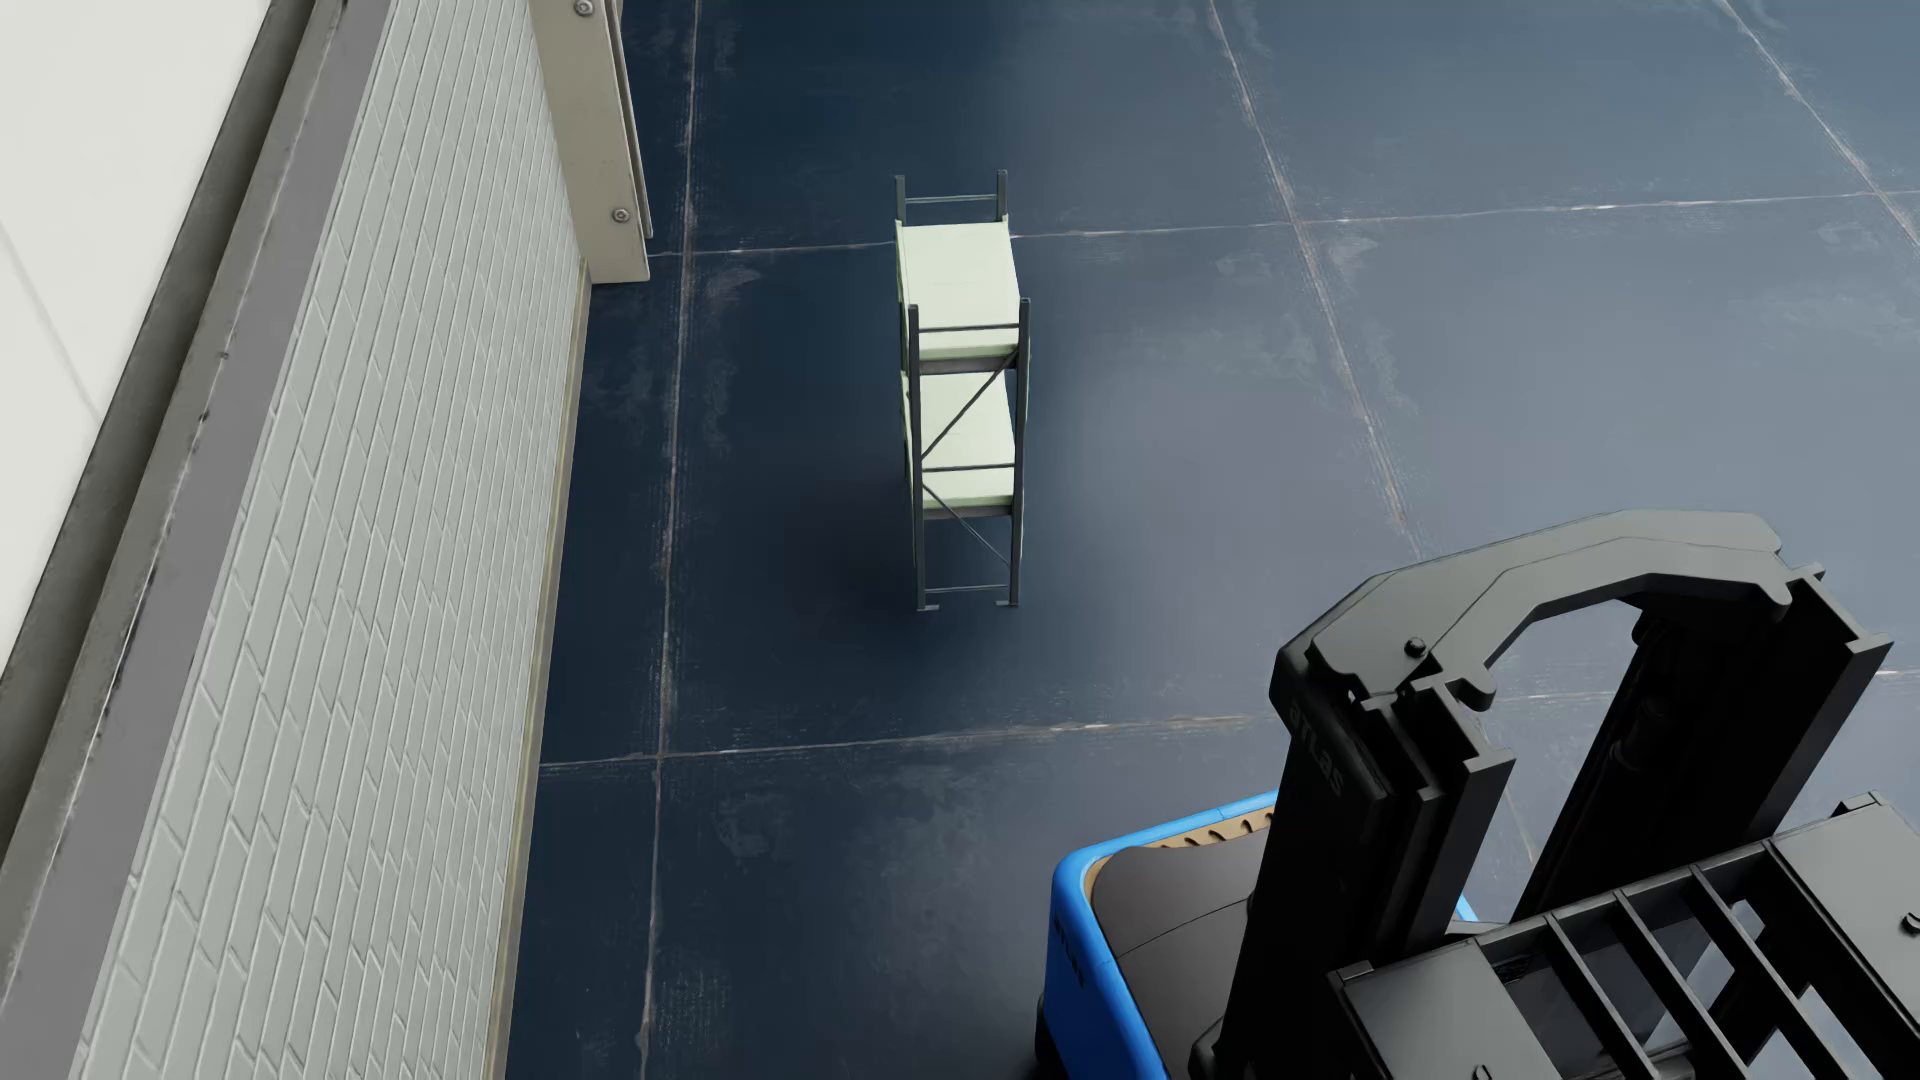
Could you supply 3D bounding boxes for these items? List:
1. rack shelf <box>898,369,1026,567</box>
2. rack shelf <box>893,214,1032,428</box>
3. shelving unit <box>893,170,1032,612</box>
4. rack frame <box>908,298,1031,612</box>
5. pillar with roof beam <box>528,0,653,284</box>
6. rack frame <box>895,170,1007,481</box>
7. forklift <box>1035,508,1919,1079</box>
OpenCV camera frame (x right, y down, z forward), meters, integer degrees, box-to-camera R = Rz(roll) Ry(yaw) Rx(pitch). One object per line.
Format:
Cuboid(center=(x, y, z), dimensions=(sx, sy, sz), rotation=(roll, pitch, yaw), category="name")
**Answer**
Cuboid(center=(-0.001, -0.296, 6.447), dimensions=(0.431, 0.370, 0.720), rotation=(-3, 47, -3), category="rack shelf")
Cuboid(center=(-0.001, -0.789, 5.927), dimensions=(0.431, 0.370, 0.720), rotation=(-3, 47, -3), category="rack shelf")
Cuboid(center=(-0.001, -0.521, 6.210), dimensions=(0.431, 1.500, 0.755), rotation=(-3, 47, -3), category="shelving unit")
Cuboid(center=(0.030, -0.256, 5.959), dimensions=(0.400, 1.500, 0.023), rotation=(-3, 47, -3), category="rack frame")
Cuboid(center=(2.640, -4.725, 5.027), dimensions=(9.100, 9.000, 0.400), rotation=(-3, 47, -3), category="pillar with roof beam")
Cuboid(center=(-0.031, -0.785, 6.461), dimensions=(0.400, 1.500, 0.023), rotation=(-3, 47, -3), category="rack frame")
Cuboid(center=(1.197, 1.481, 3.329), dimensions=(1.130, 2.935, 3.031), rotation=(-14, 48, -13), category="forklift")
